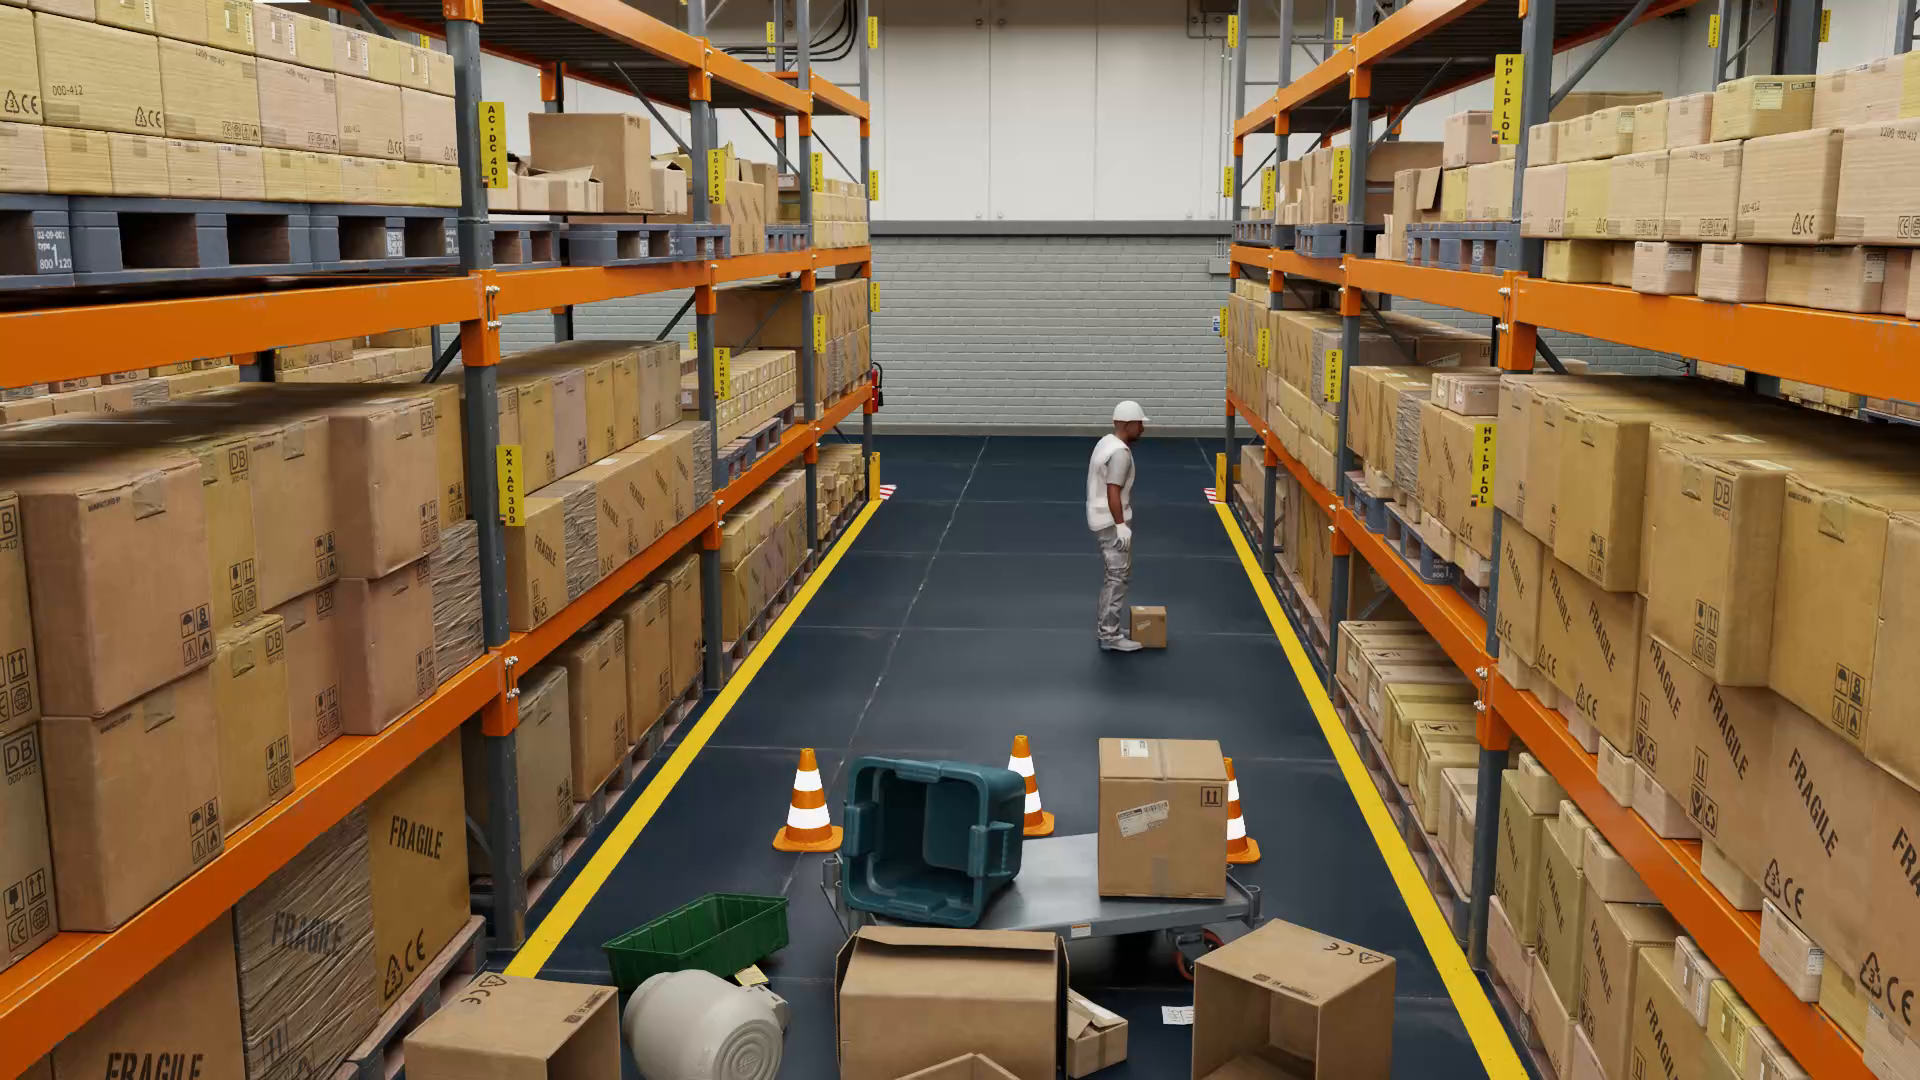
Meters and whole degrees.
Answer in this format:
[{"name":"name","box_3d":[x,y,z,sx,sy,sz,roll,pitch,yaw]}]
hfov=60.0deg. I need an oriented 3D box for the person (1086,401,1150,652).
[{"name":"person","box_3d":[1.139,-0.115,12.013,0.451,1.772,0.619,0,11,1]}]
